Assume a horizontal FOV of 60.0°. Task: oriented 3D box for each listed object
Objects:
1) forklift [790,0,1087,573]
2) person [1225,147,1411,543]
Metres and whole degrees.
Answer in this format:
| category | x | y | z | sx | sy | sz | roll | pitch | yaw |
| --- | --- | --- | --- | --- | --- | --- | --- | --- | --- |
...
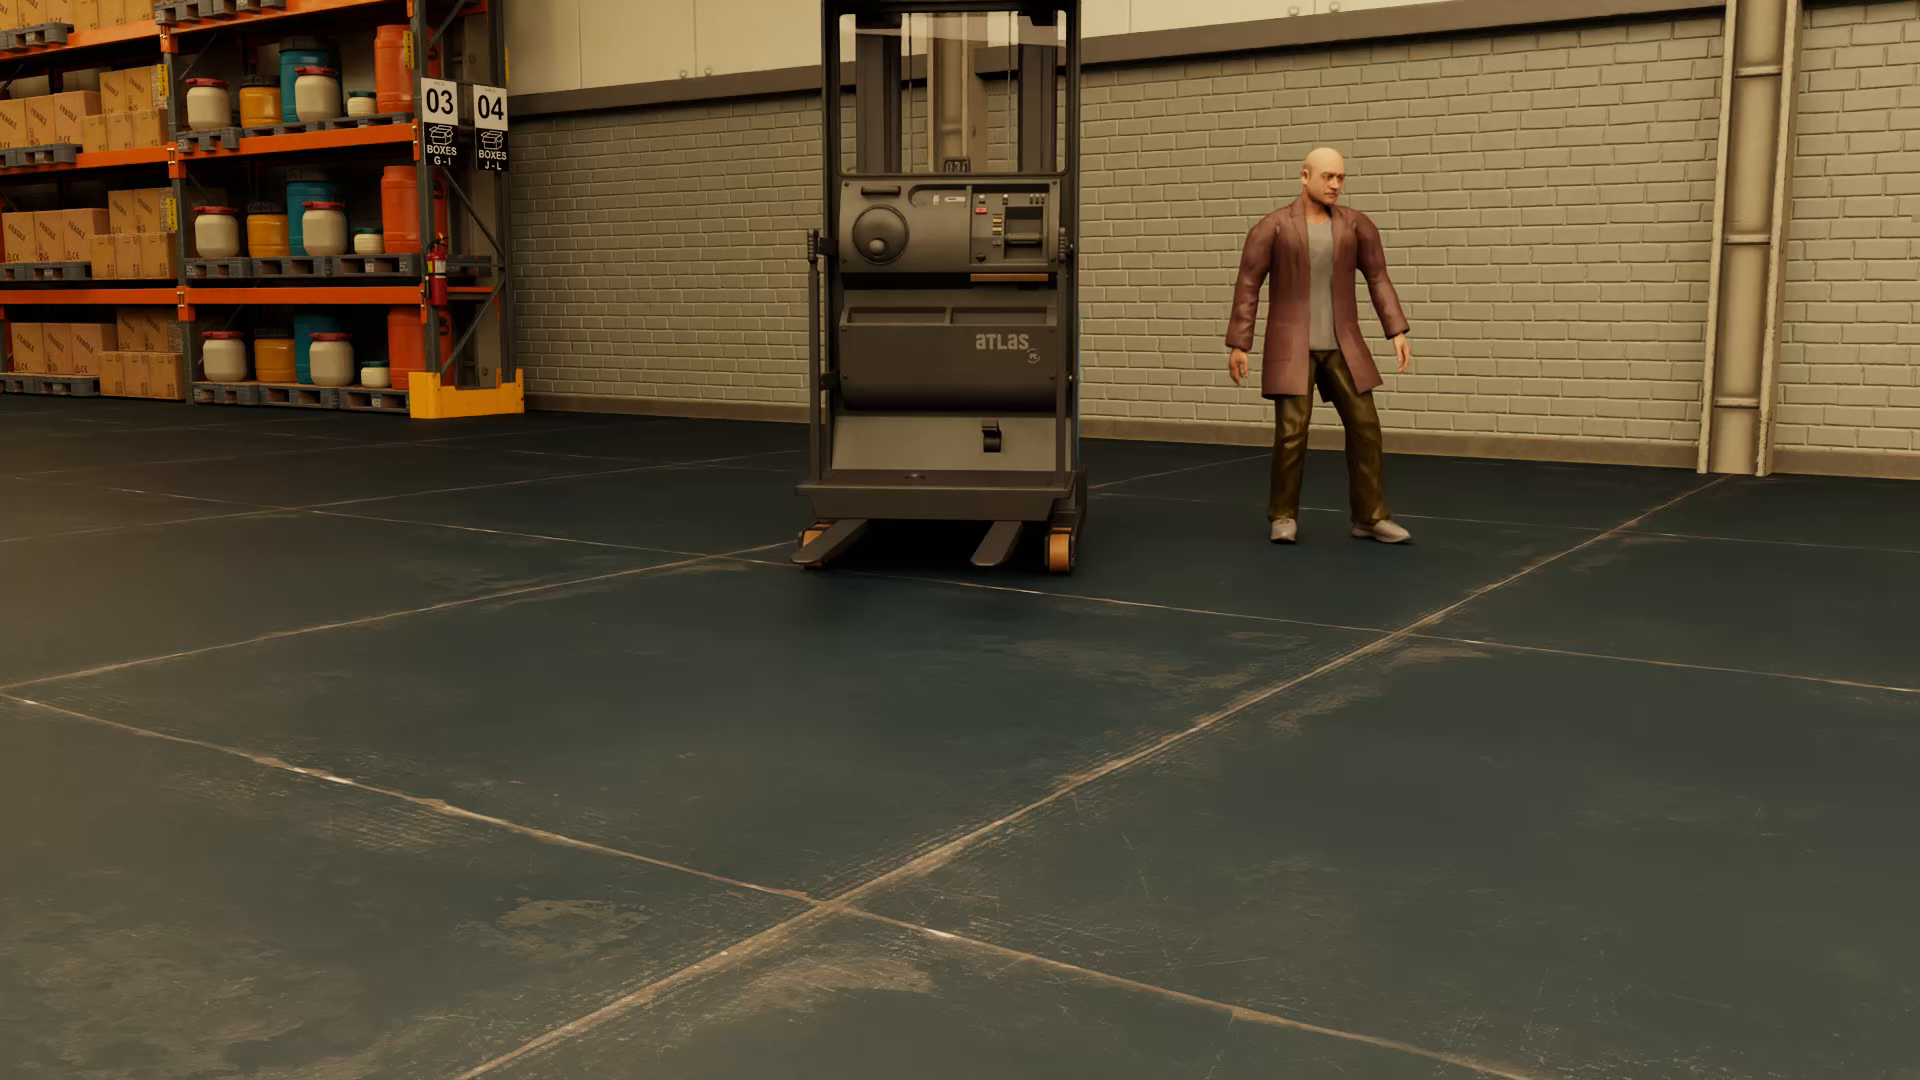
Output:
| category | x | y | z | sx | sy | sz | roll | pitch | yaw |
| --- | --- | --- | --- | --- | --- | --- | --- | --- | --- |
| forklift | -0.064 | -1.366 | 6.796 | 1.130 | 2.935 | 3.031 | 1 | 8 | 6 |
| person | 1.610 | -0.866 | 7.474 | 0.817 | 1.753 | 0.450 | -1 | 8 | -6 |
